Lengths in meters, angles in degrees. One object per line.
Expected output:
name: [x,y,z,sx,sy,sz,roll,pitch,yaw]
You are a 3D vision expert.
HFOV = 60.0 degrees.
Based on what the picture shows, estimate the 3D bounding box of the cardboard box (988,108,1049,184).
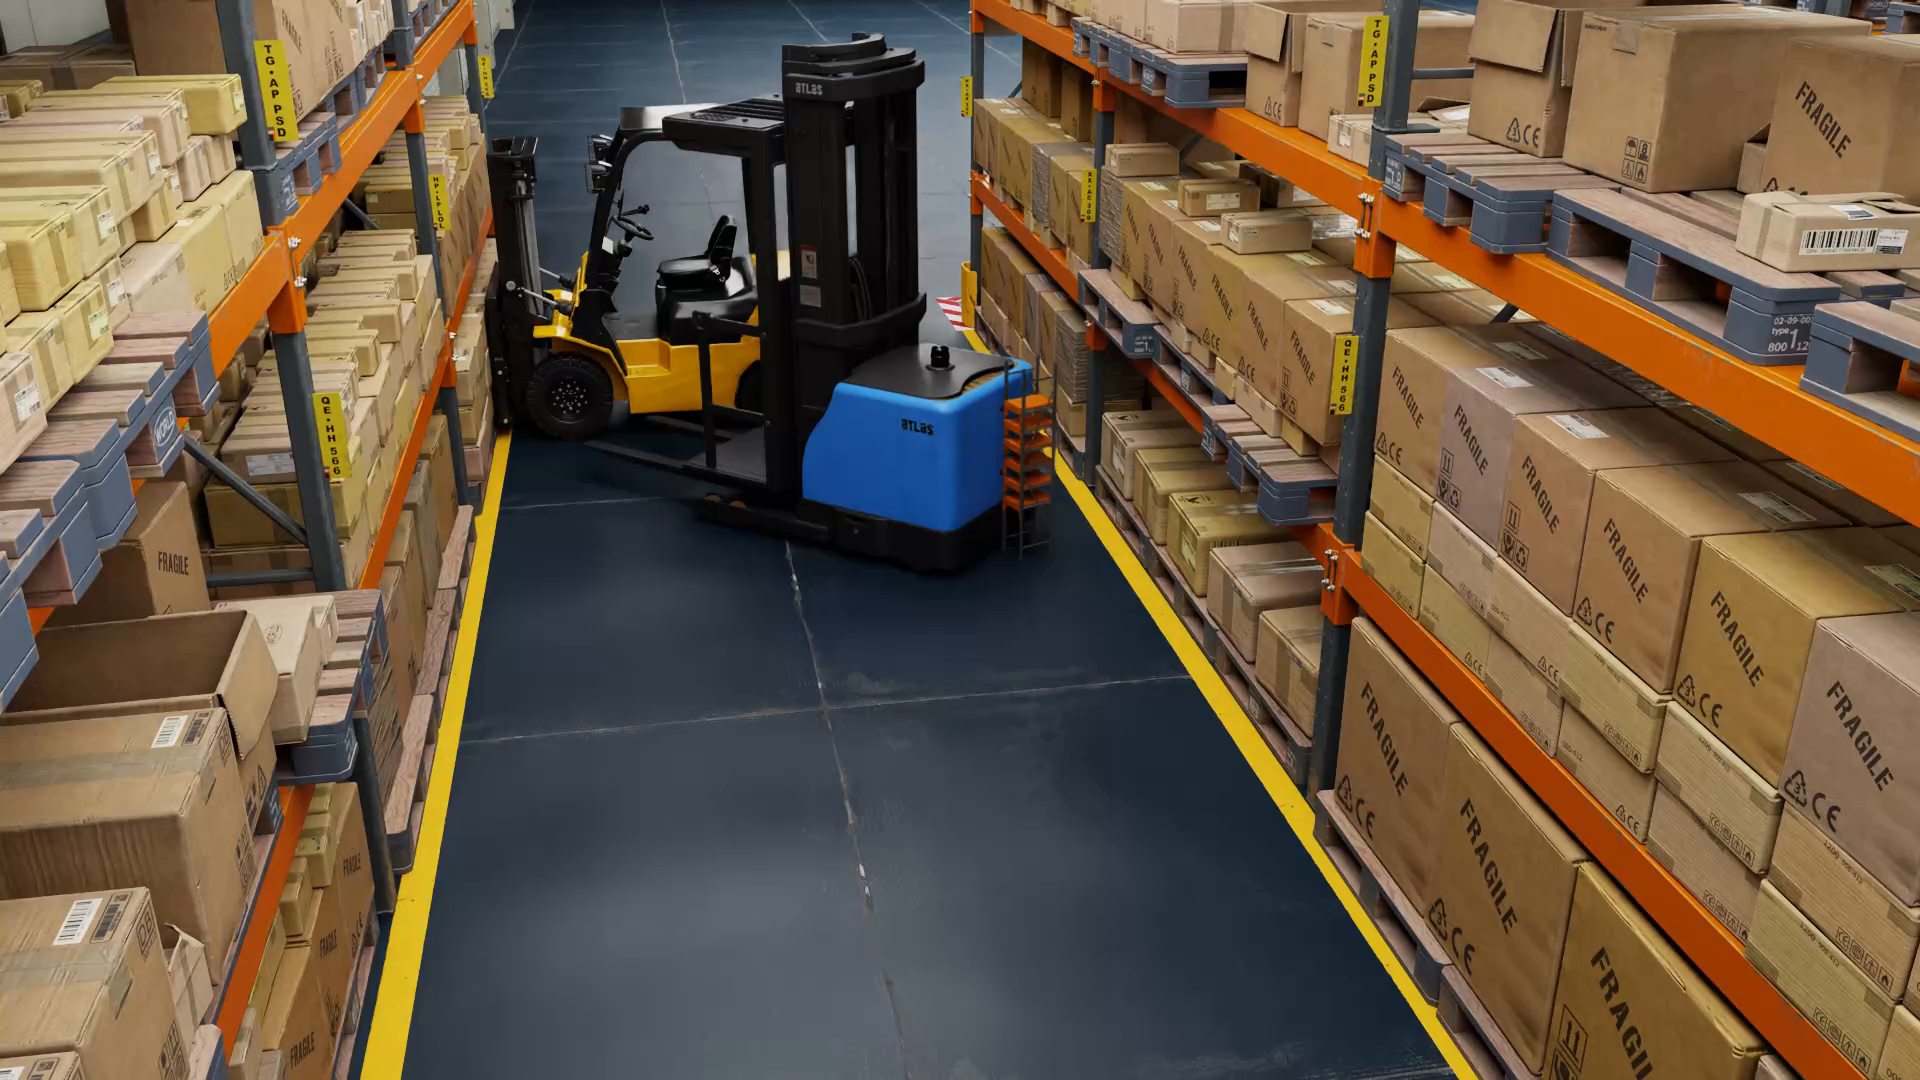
cardboard box: [0.507,-3.125,13.161,0.500,0.500,0.500,-4,24,-8]

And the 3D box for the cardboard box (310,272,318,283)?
cardboard box: [-3.703,-1.353,9.163,0.500,0.250,0.500,-5,24,-11]

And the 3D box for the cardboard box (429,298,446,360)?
cardboard box: [-3.194,-1.164,9.354,0.500,0.250,0.500,-4,24,-9]

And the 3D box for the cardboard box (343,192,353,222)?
cardboard box: [-3.978,-2.062,10.289,0.380,0.149,0.250,-4,24,-8]

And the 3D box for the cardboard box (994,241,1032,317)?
cardboard box: [0.576,-2.077,13.232,0.500,0.500,0.500,-5,24,-12]

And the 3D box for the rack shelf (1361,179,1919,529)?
rack shelf: [2.442,-0.465,4.718,1.077,0.370,4.000,-4,24,-10]

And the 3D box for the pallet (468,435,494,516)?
pallet: [-3.650,-0.449,11.015,1.003,0.211,1.213,-4,24,-10]

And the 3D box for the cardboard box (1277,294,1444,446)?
cardboard box: [1.715,-0.739,7.174,0.500,0.500,0.500,-5,24,-11]

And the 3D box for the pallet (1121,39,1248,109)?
pallet: [1.537,-2.410,8.507,1.213,0.211,1.003,-4,24,-10]

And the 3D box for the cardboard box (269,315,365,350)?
cardboard box: [-2.967,-0.930,7.697,0.380,0.149,0.250,-4,24,-10]

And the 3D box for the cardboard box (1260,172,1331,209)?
cardboard box: [1.854,-1.911,9.045,0.380,0.149,0.250,-5,24,-12]

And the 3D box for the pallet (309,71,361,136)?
pallet: [-3.228,-1.826,7.171,1.003,0.211,1.213,-3,24,-7]

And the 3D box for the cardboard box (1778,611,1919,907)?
cardboard box: [2.380,0.503,3.977,0.500,0.500,0.500,-4,24,-9]

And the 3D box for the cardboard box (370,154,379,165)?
cardboard box: [-4.122,-2.602,11.152,0.380,0.149,0.250,-4,24,-8]

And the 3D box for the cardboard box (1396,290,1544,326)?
cardboard box: [2.217,-0.775,7.256,0.500,0.500,0.500,-5,24,-11]

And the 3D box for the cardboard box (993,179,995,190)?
cardboard box: [0.483,-2.881,13.412,0.380,0.149,0.250,-5,24,-11]

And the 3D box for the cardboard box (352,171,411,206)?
cardboard box: [-3.466,-2.133,10.079,0.380,0.149,0.250,-4,24,-9]

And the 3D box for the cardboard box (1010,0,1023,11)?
cardboard box: [0.578,-3.950,12.113,0.380,0.149,0.250,-4,24,-9]

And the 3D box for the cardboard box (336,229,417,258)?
cardboard box: [-3.263,-1.636,9.313,0.380,0.149,0.250,-3,24,-8]

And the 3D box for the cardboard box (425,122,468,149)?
cardboard box: [-3.676,-2.844,11.707,0.380,0.149,0.250,-4,24,-9]

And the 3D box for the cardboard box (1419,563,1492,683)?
cardboard box: [2.028,0.274,6.063,0.500,0.250,0.500,-5,24,-11]

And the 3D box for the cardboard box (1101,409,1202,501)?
cardboard box: [1.432,-0.562,10.548,0.950,0.372,0.625,-4,24,-9]

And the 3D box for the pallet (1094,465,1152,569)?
pallet: [1.478,-0.196,10.435,1.003,0.211,1.213,-4,24,-10]

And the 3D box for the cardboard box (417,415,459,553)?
cardboard box: [-3.437,-0.311,9.657,0.875,0.625,0.625,-3,24,-7]

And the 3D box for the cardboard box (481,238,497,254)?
cardboard box: [-3.893,-2.217,13.240,0.500,0.250,0.500,-4,24,-8]

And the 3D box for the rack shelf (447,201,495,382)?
rack shelf: [-3.914,-1.868,11.679,1.077,0.370,4.000,-4,24,-10]

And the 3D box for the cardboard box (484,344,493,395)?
cardboard box: [-3.507,-1.182,11.495,0.500,0.250,0.500,-5,24,-10]

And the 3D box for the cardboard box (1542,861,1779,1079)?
cardboard box: [2.444,1.555,5.071,0.875,0.875,0.875,-4,24,-8]

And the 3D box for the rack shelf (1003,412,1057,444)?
rack shelf: [0.410,-0.659,9.771,0.258,0.103,0.180,-14,27,-29]

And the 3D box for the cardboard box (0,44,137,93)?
cardboard box: [-3.191,-1.648,6.065,0.500,0.250,0.500,-4,24,-10]

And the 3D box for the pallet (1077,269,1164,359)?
pallet: [1.331,-1.381,9.903,1.003,0.211,1.213,-4,24,-10]

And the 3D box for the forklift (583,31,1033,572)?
forklift: [-1.069,-1.583,10.212,3.031,2.935,1.130,14,27,29]

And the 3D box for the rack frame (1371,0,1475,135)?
rack frame: [2.072,-2.956,5.775,1.000,3.000,0.127,-4,24,-10]

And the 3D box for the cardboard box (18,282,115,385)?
cardboard box: [-1.959,-0.411,3.360,0.380,0.149,0.250,-4,24,-8]

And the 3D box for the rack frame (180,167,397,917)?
rack frame: [-2.805,0.162,6.131,1.000,3.000,0.127,-4,24,-10]

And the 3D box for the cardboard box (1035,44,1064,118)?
cardboard box: [0.988,-3.609,13.020,0.700,0.500,0.500,-4,24,-9]

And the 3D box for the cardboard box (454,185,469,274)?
cardboard box: [-3.577,-2.054,11.079,0.500,0.500,0.500,-5,24,-10]

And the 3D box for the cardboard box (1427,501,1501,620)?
cardboard box: [2.018,0.054,5.941,0.500,0.250,0.500,-4,24,-8]

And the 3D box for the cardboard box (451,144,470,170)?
cardboard box: [-3.684,-2.709,11.770,0.380,0.149,0.250,-4,24,-9]

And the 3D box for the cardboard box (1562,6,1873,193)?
cardboard box: [2.442,-1.444,5.412,0.700,0.500,0.500,-6,24,-12]

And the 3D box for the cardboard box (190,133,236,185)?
cardboard box: [-2.503,-1.205,5.202,0.380,0.149,0.250,-4,24,-9]

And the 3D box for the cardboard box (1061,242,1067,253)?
cardboard box: [0.917,-2.074,11.564,0.380,0.149,0.250,-5,24,-10]

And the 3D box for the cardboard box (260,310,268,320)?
cardboard box: [-3.454,-0.997,7.850,0.380,0.149,0.250,-4,24,-9]

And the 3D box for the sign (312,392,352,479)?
sign: [-2.273,-0.376,6.015,0.100,0.325,0.005,-4,24,-10]

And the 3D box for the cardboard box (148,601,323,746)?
cardboard box: [-2.292,0.429,5.182,0.500,0.250,0.500,-5,24,-12]

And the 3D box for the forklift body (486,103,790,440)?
forklift body: [-2.141,-1.985,12.107,2.313,2.155,1.214,-4,24,-10]

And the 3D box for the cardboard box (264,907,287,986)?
cardboard box: [-2.374,1.313,5.285,0.380,0.149,0.250,-4,24,-8]

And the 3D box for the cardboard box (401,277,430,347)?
cardboard box: [-3.100,-1.196,8.802,0.500,0.250,0.500,-5,24,-11]

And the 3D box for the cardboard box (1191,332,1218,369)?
cardboard box: [1.416,-0.999,8.579,0.380,0.149,0.250,-5,24,-11]

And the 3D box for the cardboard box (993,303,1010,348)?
cardboard box: [0.557,-1.747,13.412,0.500,0.250,0.500,-3,24,-8]

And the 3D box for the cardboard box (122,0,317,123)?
cardboard box: [-2.699,-1.800,6.100,0.500,0.500,0.500,-4,24,-9]

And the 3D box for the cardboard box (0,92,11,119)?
cardboard box: [-2.990,-1.195,4.809,0.380,0.149,0.250,-4,24,-9]

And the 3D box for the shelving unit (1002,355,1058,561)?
shelving unit: [0.410,-0.480,9.850,0.258,1.200,0.189,-14,27,-29]

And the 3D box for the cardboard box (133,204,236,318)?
cardboard box: [-2.378,-0.762,4.687,0.500,0.250,0.500,-4,24,-10]
